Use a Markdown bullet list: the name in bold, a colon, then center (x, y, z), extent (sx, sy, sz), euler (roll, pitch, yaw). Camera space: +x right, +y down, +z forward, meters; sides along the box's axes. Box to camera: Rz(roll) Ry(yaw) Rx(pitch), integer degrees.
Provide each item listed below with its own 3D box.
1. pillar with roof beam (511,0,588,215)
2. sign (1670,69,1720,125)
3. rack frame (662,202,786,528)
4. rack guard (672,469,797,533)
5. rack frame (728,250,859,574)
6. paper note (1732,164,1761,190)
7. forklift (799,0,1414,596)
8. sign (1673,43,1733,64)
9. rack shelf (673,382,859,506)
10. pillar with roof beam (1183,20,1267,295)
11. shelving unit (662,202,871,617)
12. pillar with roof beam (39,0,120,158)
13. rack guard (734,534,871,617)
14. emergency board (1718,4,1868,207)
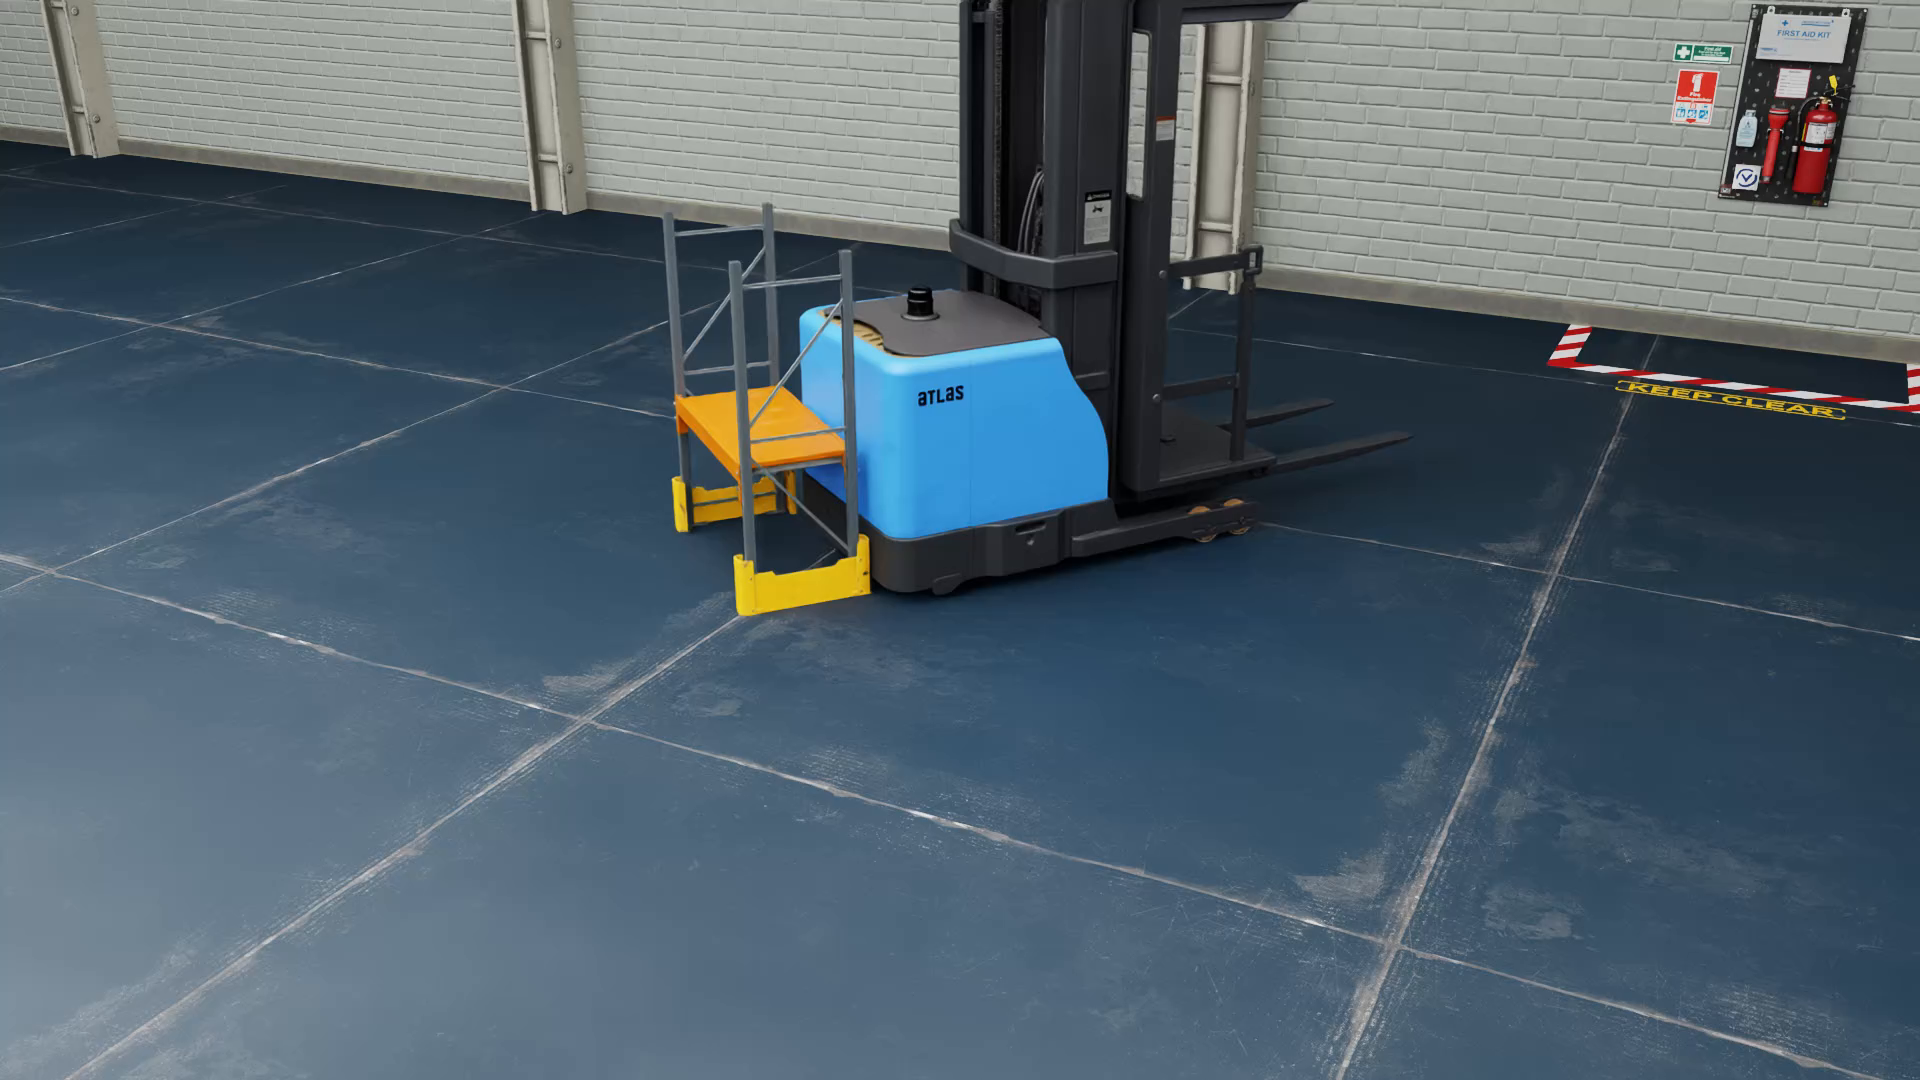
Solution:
- **pillar with roof beam**: center (-5.440, -5.535, 9.266), extent (0.400, 9.000, 9.100), euler (11, 25, 25)
- **sign**: center (4.577, -2.758, 10.357), extent (0.234, 0.329, 0.001), euler (11, 25, 25)
- **rack frame**: center (-1.077, -0.790, 7.692), extent (0.500, 1.500, 0.032), euler (-10, 25, -22)
- **rack guard**: center (-1.069, -0.208, 7.920), extent (0.587, 0.250, 0.087), euler (-10, 25, -22)
- **rack frame**: center (-0.666, -0.426, 6.836), extent (0.500, 1.500, 0.032), euler (-10, 25, -22)
- **paper note**: center (4.897, -2.258, 10.353), extent (0.142, 0.148, 0.016), euler (11, 25, 25)
- **forklift**: center (0.811, -1.506, 7.547), extent (3.031, 2.935, 1.130), euler (-12, 26, -26)
- **sign**: center (4.577, -2.998, 10.244), extent (0.331, 0.109, 0.001), euler (11, 25, 25)
- **rack shelf**: center (-0.871, -0.443, 7.334), extent (0.538, 0.185, 1.000), euler (-10, 25, -22)
- **pillar with roof beam**: center (-0.085, -4.475, 6.774), extent (0.400, 9.000, 9.100), euler (11, 25, 25)
- **shelving unit**: center (-0.867, -0.605, 7.256), extent (0.587, 1.500, 1.083), euler (-10, 25, -22)
- **pillar with roof beam**: center (-10.794, -6.594, 11.757), extent (0.400, 9.000, 9.100), euler (11, 25, 25)
- **rack guard**: center (-0.666, 0.148, 7.082), extent (0.587, 0.250, 0.087), euler (-10, 25, -22)
- **emergency board**: center (5.024, -2.608, 10.050), extent (0.643, 1.169, 0.194), euler (11, 25, 25)
